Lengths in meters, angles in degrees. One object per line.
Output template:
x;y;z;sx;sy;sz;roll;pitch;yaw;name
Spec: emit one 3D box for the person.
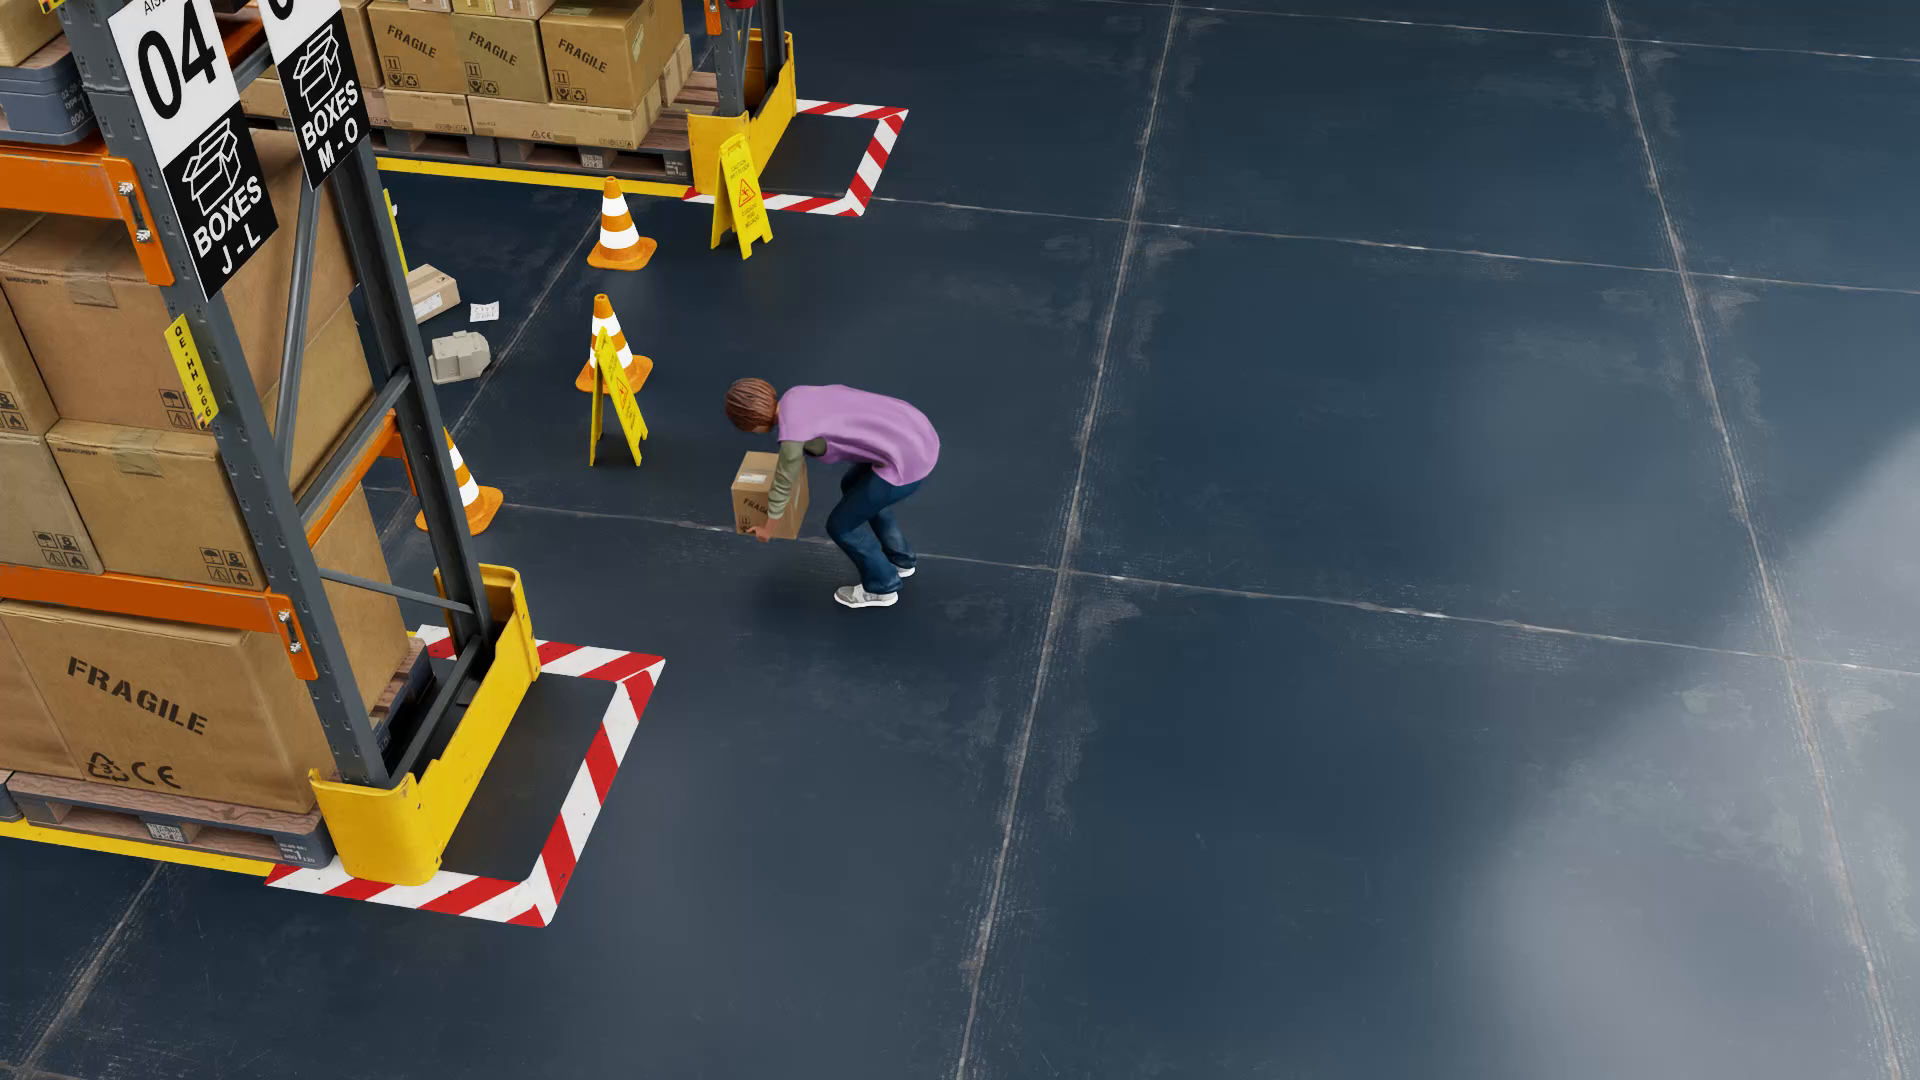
-0.508;-0.204;6.828;0.855;1.036;0.408;5;41;6;person
